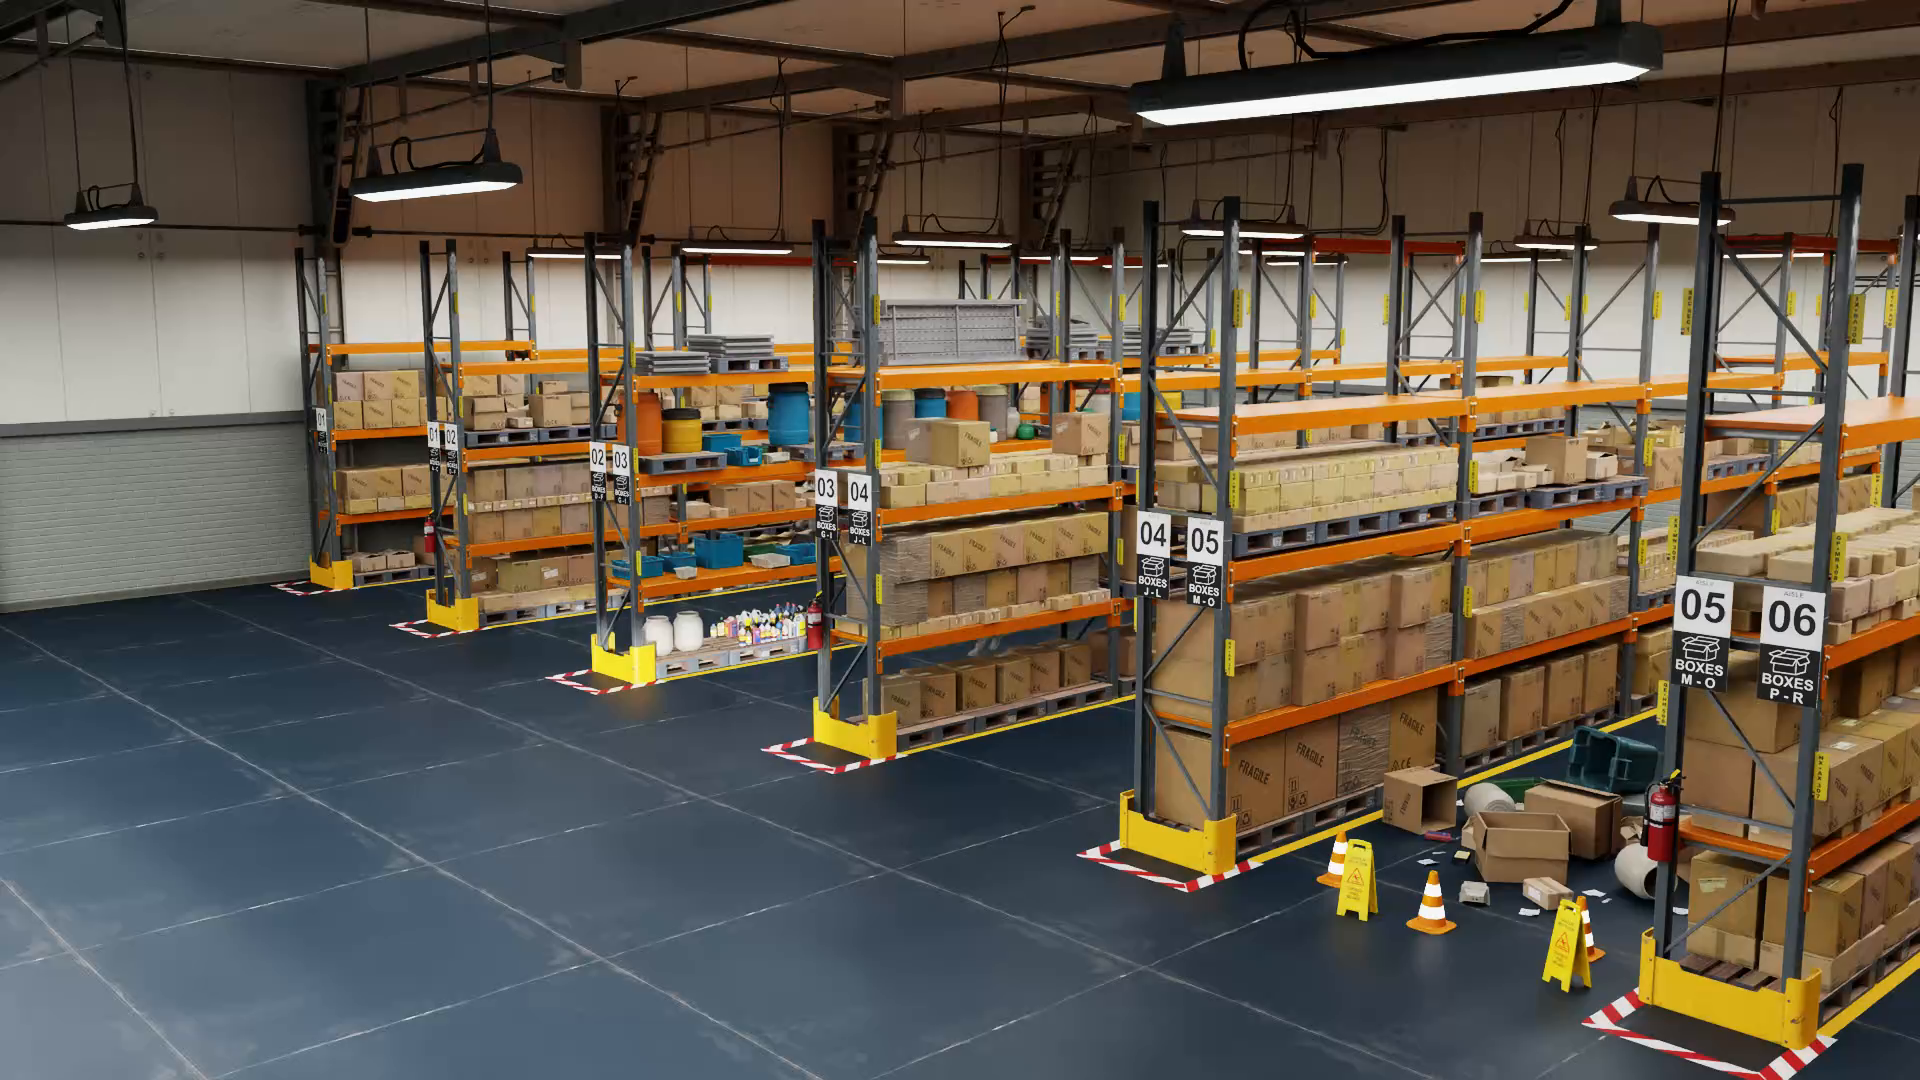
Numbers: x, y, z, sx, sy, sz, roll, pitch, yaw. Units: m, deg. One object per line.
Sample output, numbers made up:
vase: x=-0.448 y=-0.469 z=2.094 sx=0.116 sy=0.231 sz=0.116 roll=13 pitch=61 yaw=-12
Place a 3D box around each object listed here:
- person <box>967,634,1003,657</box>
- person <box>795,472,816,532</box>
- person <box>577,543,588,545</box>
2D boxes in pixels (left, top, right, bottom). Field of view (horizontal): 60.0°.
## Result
person: x=0.363 y=0.722 z=22.728 sx=0.587 sy=1.715 sz=0.838 roll=7 pitch=11 yaw=41
person: x=-3.072 y=-0.602 z=33.766 sx=0.585 sy=1.632 sz=0.622 roll=5 pitch=10 yaw=31
person: x=-6.813 y=-0.034 z=30.051 sx=0.593 sy=1.632 sz=0.576 roll=8 pitch=11 yaw=42
